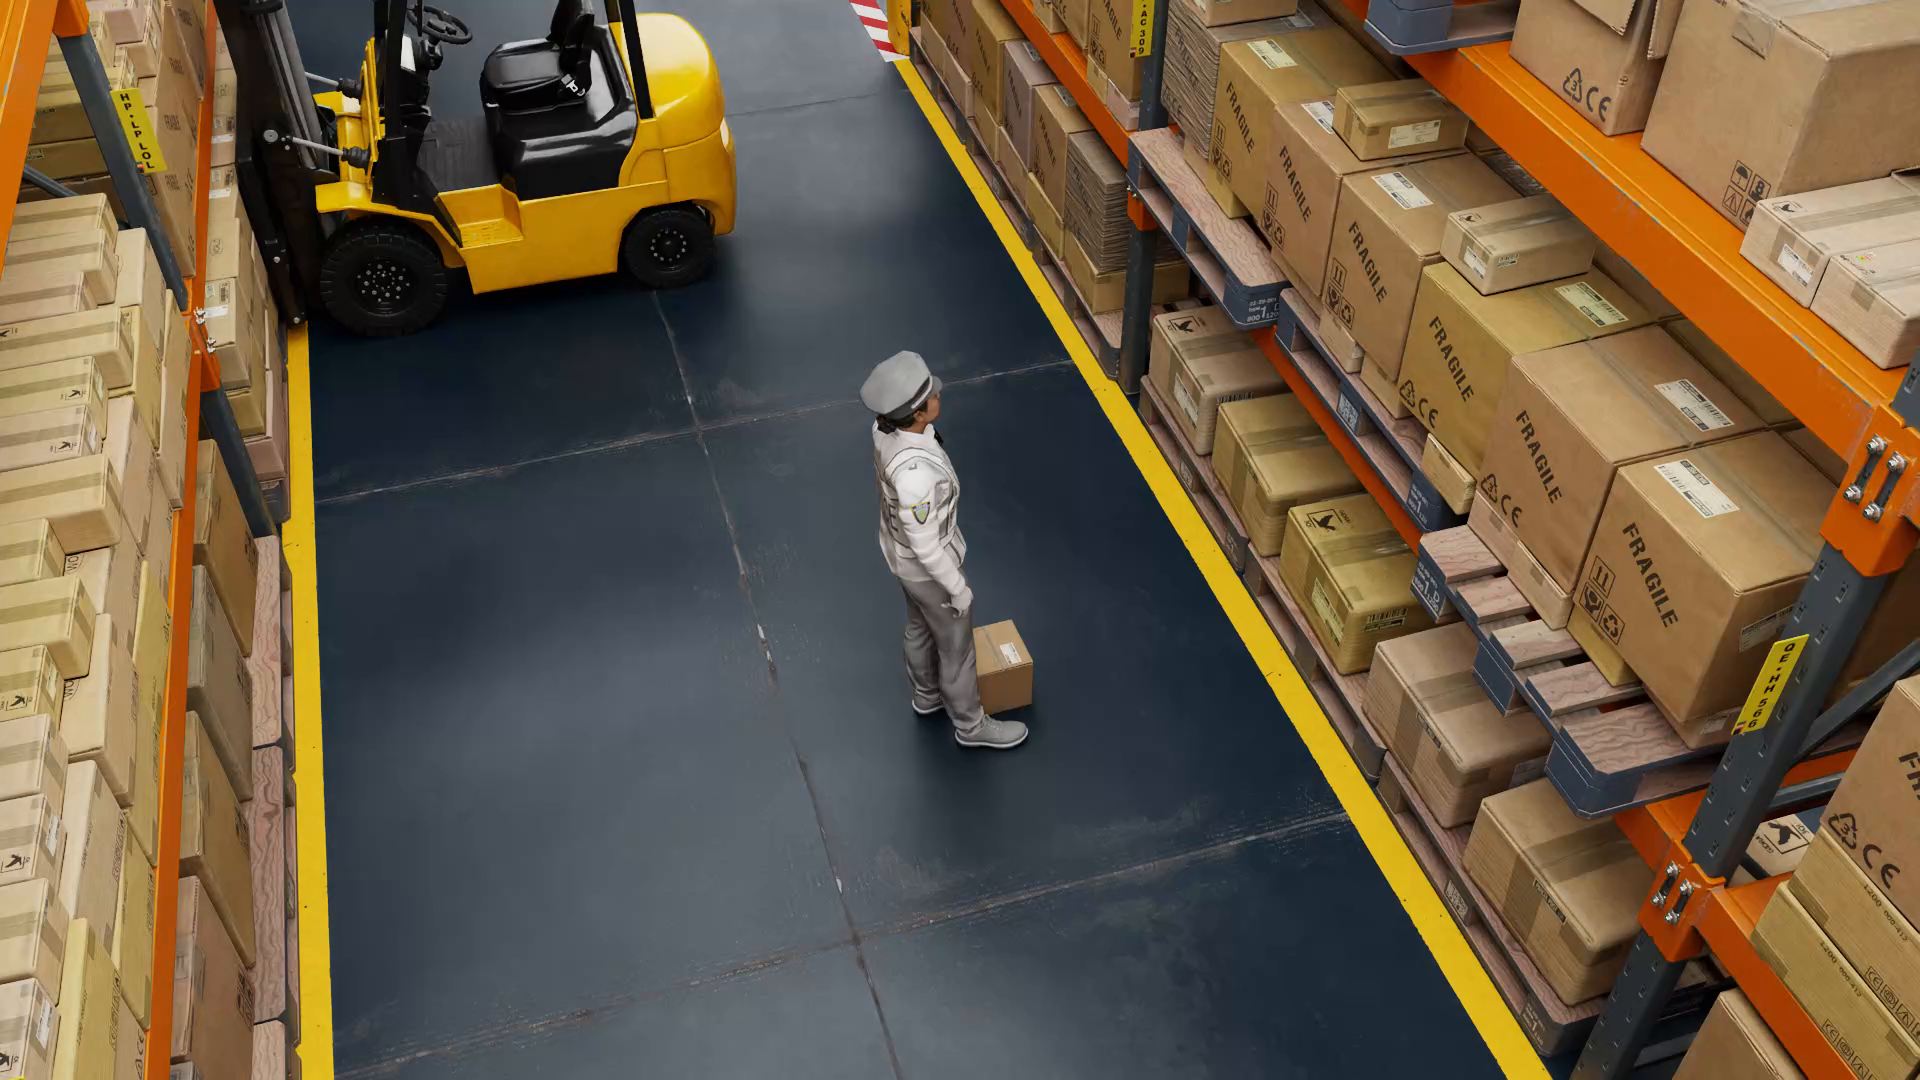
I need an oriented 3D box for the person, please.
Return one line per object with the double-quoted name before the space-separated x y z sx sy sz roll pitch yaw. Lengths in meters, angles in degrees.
"person" -0.059 0.037 6.082 0.531 1.695 0.586 -12 44 -13
